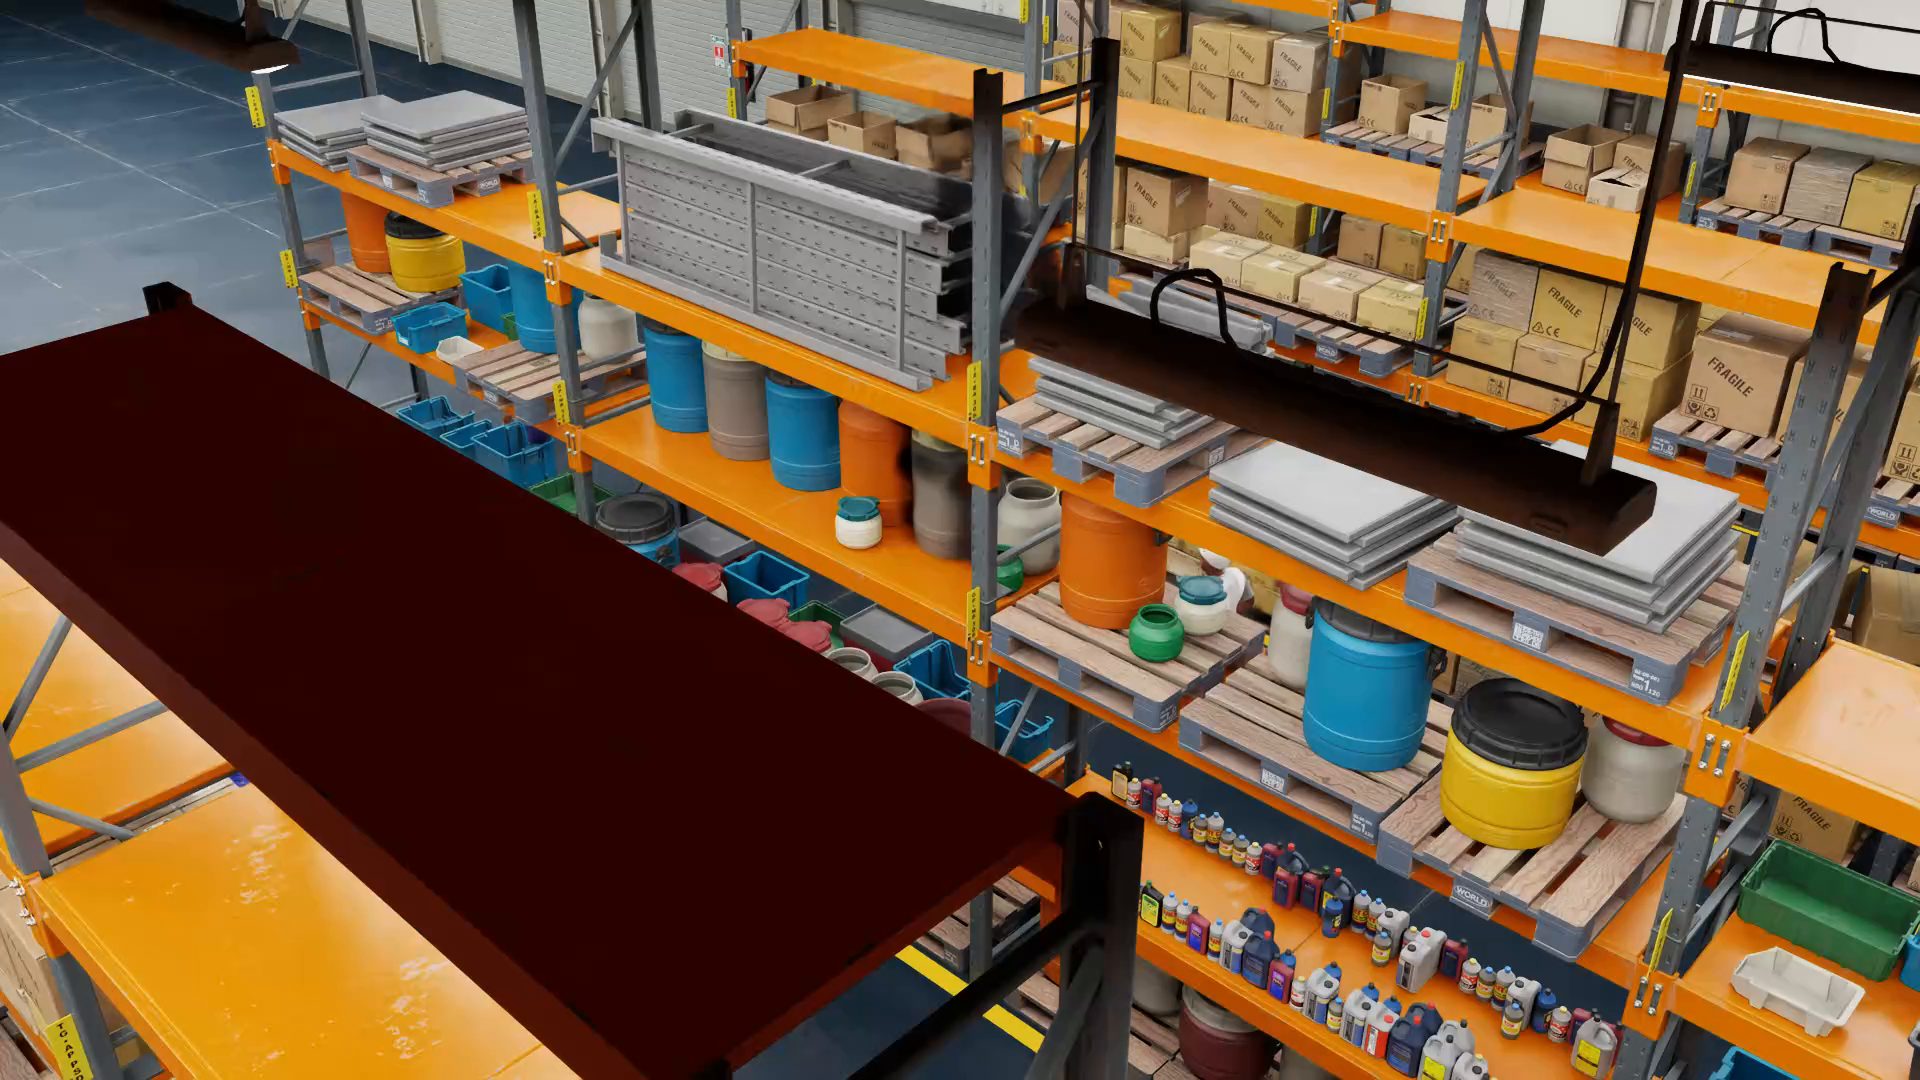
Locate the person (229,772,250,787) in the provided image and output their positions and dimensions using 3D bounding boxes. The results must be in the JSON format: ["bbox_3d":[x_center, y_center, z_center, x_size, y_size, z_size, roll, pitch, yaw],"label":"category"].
[{"bbox_3d":[-4.851,1.915,11.315,0.610,1.558,0.946,-19,34,-30],"label":"person"}]

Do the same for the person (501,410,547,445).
[{"bbox_3d":[-4.362,-1.053,16.477,0.563,1.609,0.631,19,34,30],"label":"person"}]

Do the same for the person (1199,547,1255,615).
[{"bbox_3d":[2.049,0.854,12.933,0.813,1.793,0.676,19,34,30],"label":"person"}]
